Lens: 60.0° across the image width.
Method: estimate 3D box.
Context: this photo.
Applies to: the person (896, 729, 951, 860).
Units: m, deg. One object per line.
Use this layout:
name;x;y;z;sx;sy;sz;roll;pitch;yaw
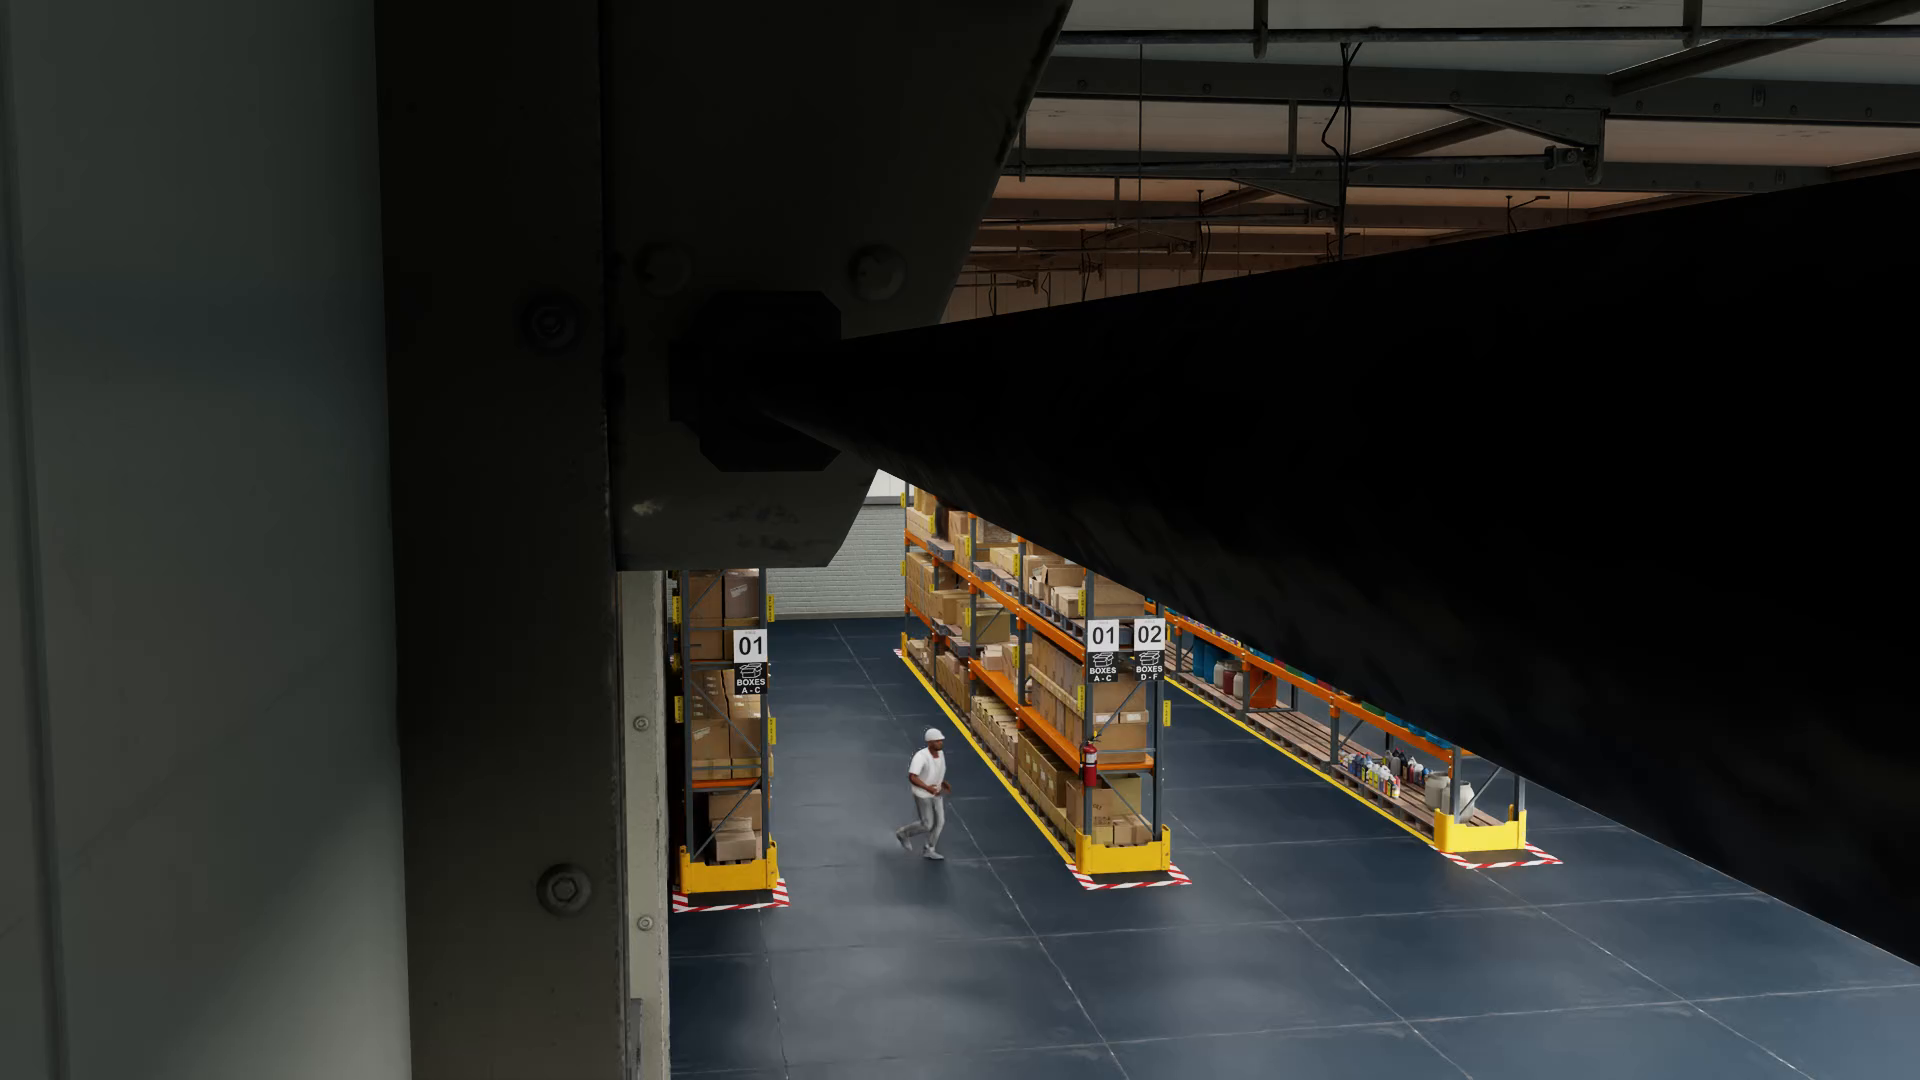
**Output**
person;-0.470;3.265;21.482;0.761;1.714;0.701;4;7;36
